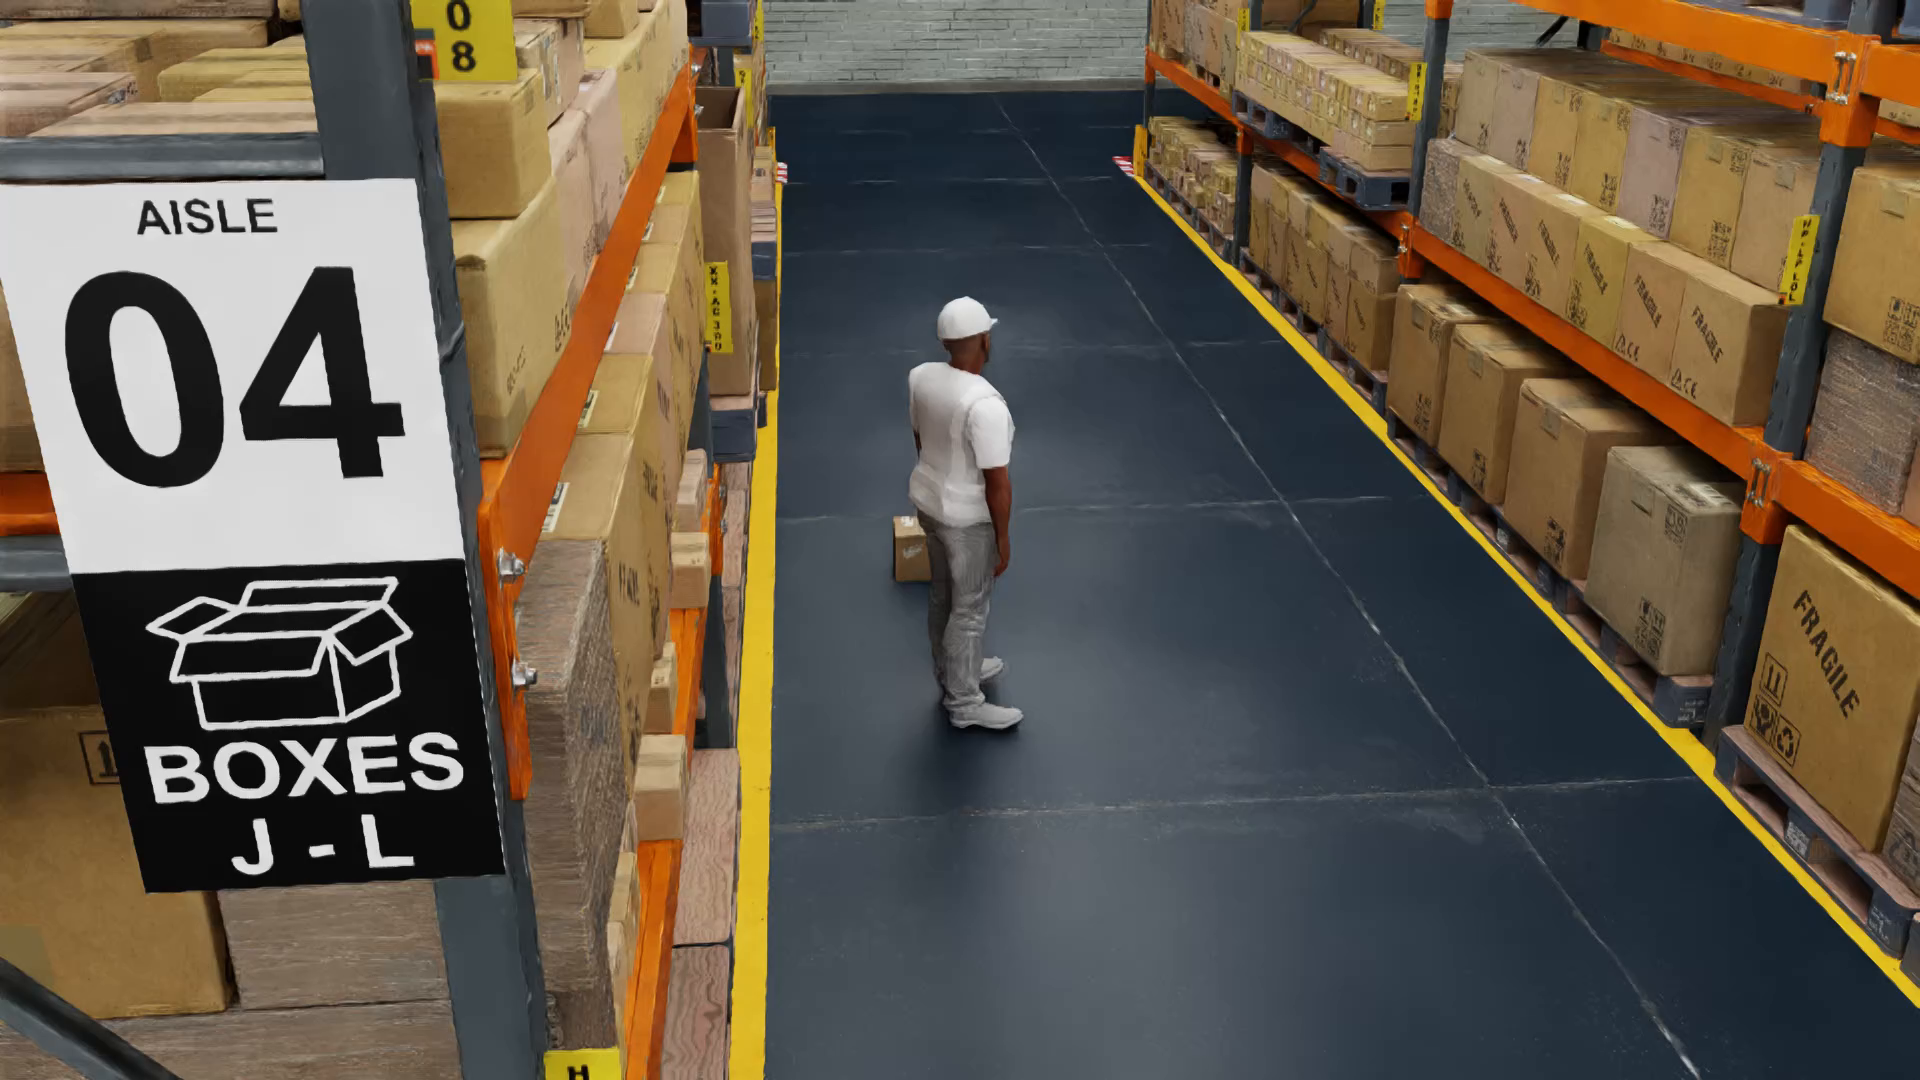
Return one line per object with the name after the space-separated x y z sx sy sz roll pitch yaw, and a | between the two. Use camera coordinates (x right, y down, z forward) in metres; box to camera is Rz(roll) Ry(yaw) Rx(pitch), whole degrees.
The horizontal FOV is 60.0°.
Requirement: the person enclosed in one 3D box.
0.056 -0.126 6.781 0.462 1.771 0.622 -15 28 -31 | person
